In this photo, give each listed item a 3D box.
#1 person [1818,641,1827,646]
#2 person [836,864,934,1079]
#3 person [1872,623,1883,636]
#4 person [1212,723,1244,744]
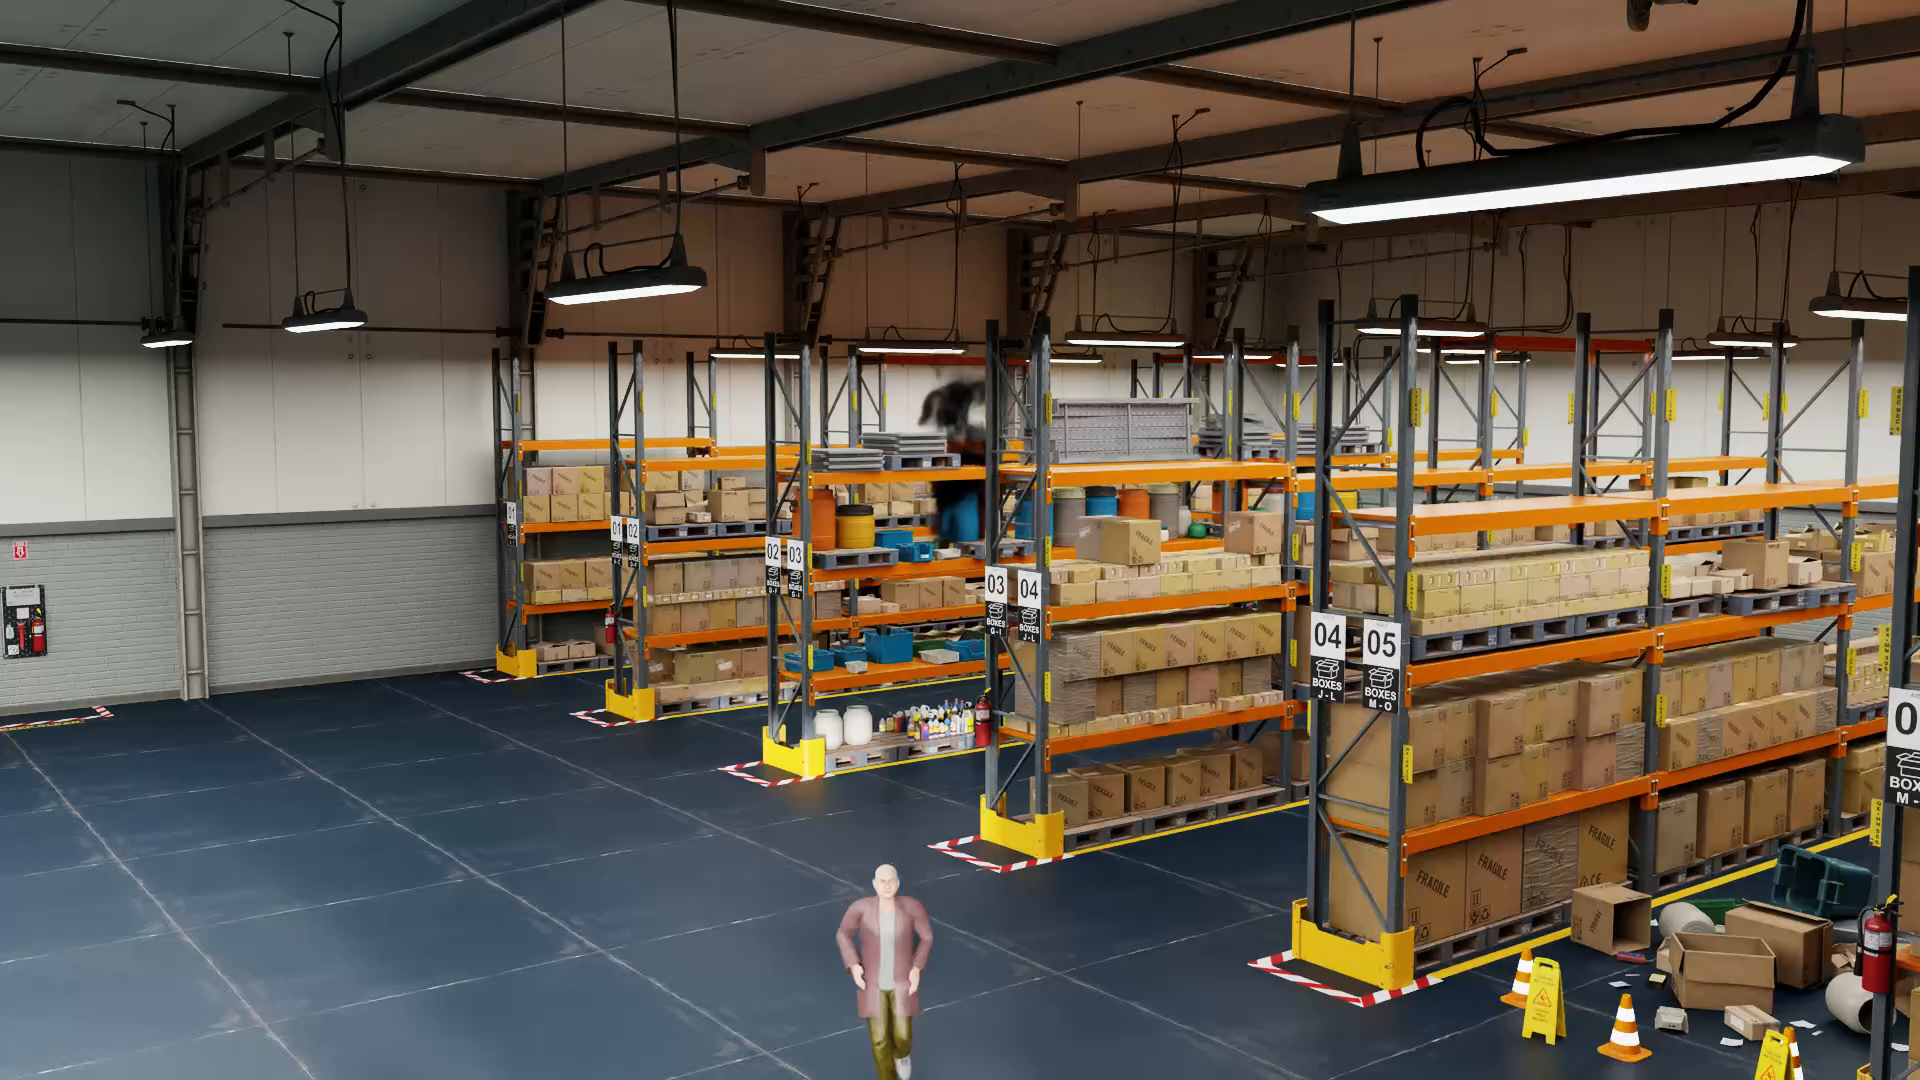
[{"bbox_3d":[12.218,2.279,23.648,0.720,1.694,0.579,-3,6,-30],"label":"person"},{"bbox_3d":[-0.552,3.227,12.212,0.721,1.746,0.639,0,5,-2],"label":"person"},{"bbox_3d":[13.659,2.105,24.742,0.620,1.746,0.662,-3,6,-33],"label":"person"},{"bbox_3d":[3.708,2.045,23.087,0.880,1.740,0.671,-3,6,-34],"label":"person"}]
